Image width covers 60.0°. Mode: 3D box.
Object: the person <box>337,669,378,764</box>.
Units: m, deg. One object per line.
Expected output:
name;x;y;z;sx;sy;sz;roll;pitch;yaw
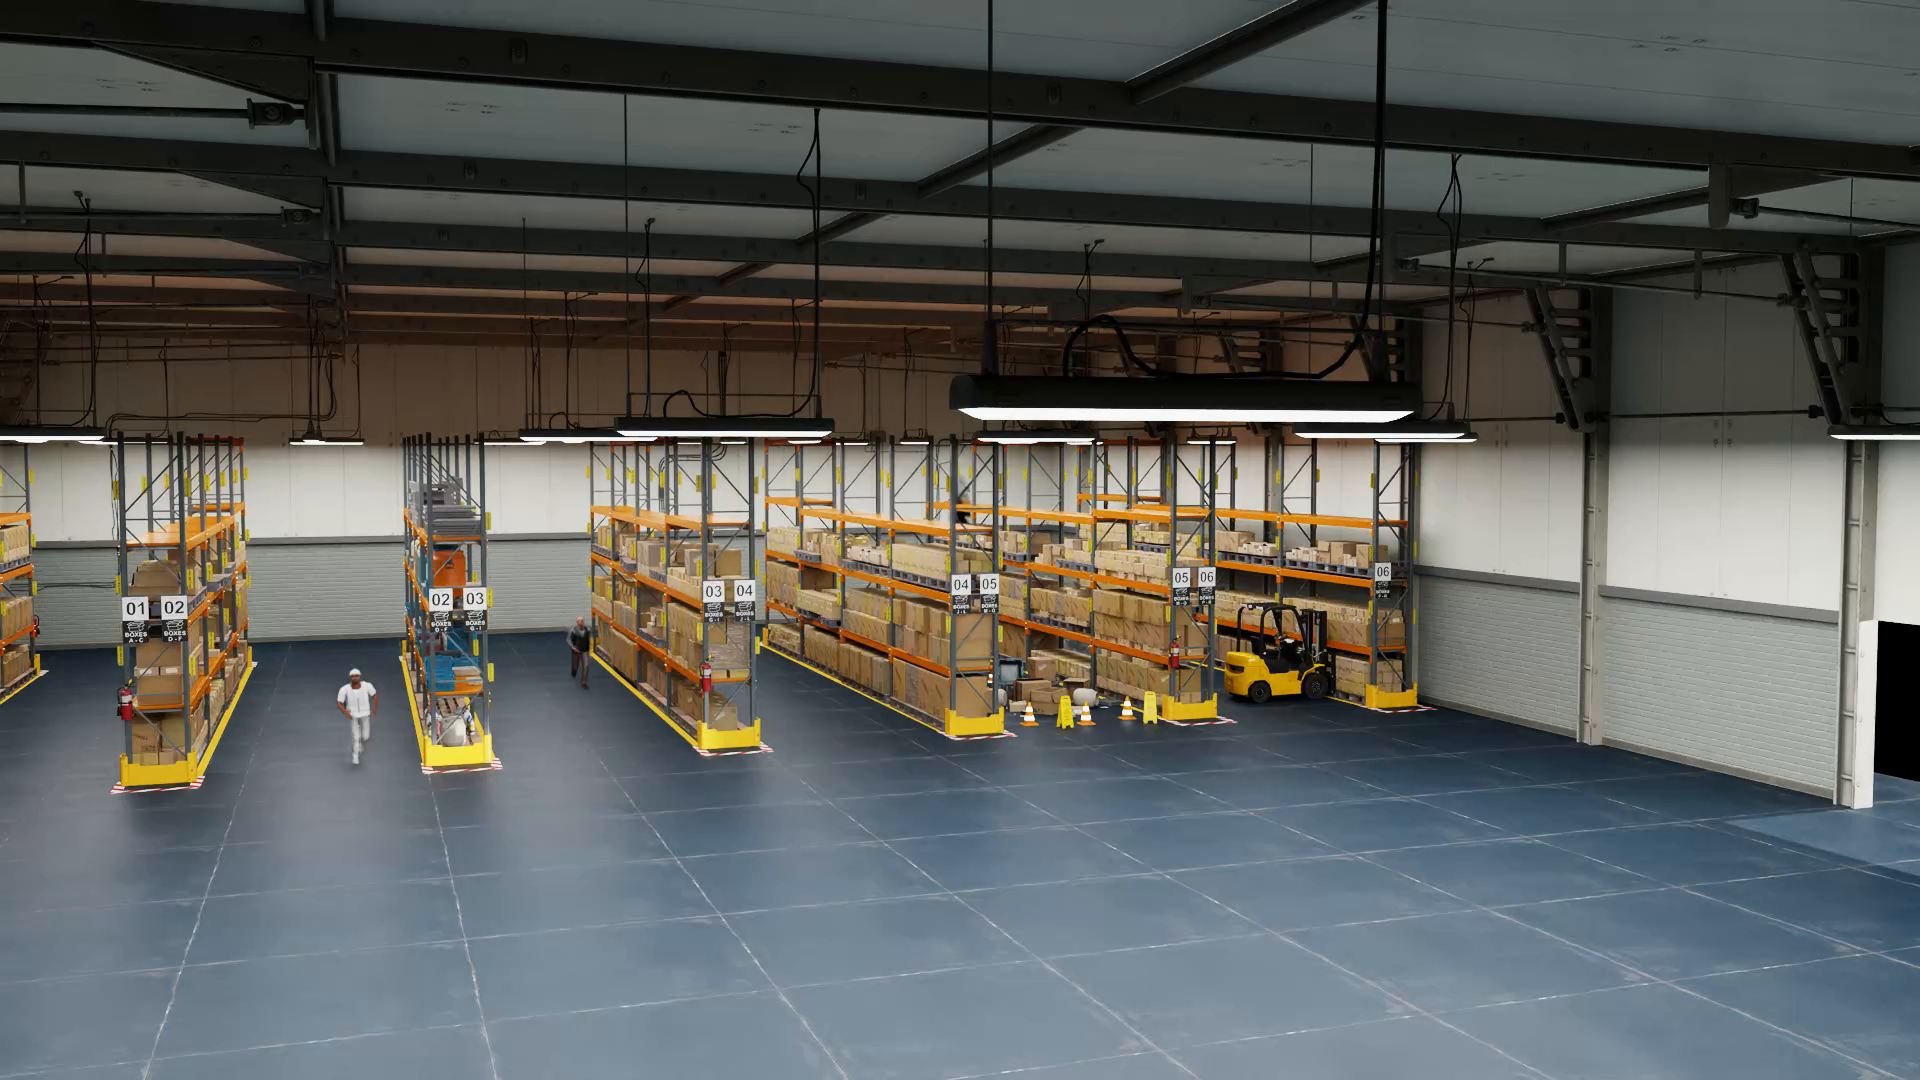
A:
person;-10.947;3.194;30.236;0.722;1.729;0.649;-2;4;-27

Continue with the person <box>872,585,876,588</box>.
person;-2.398;2.086;46.835;0.610;1.667;0.819;-2;4;-29

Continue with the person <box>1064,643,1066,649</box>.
person;2.622;2.294;46.061;0.610;1.586;0.930;-2;3;-25

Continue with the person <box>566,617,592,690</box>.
person;-9.101;2.694;39.830;0.643;1.710;0.997;-1;3;-22
